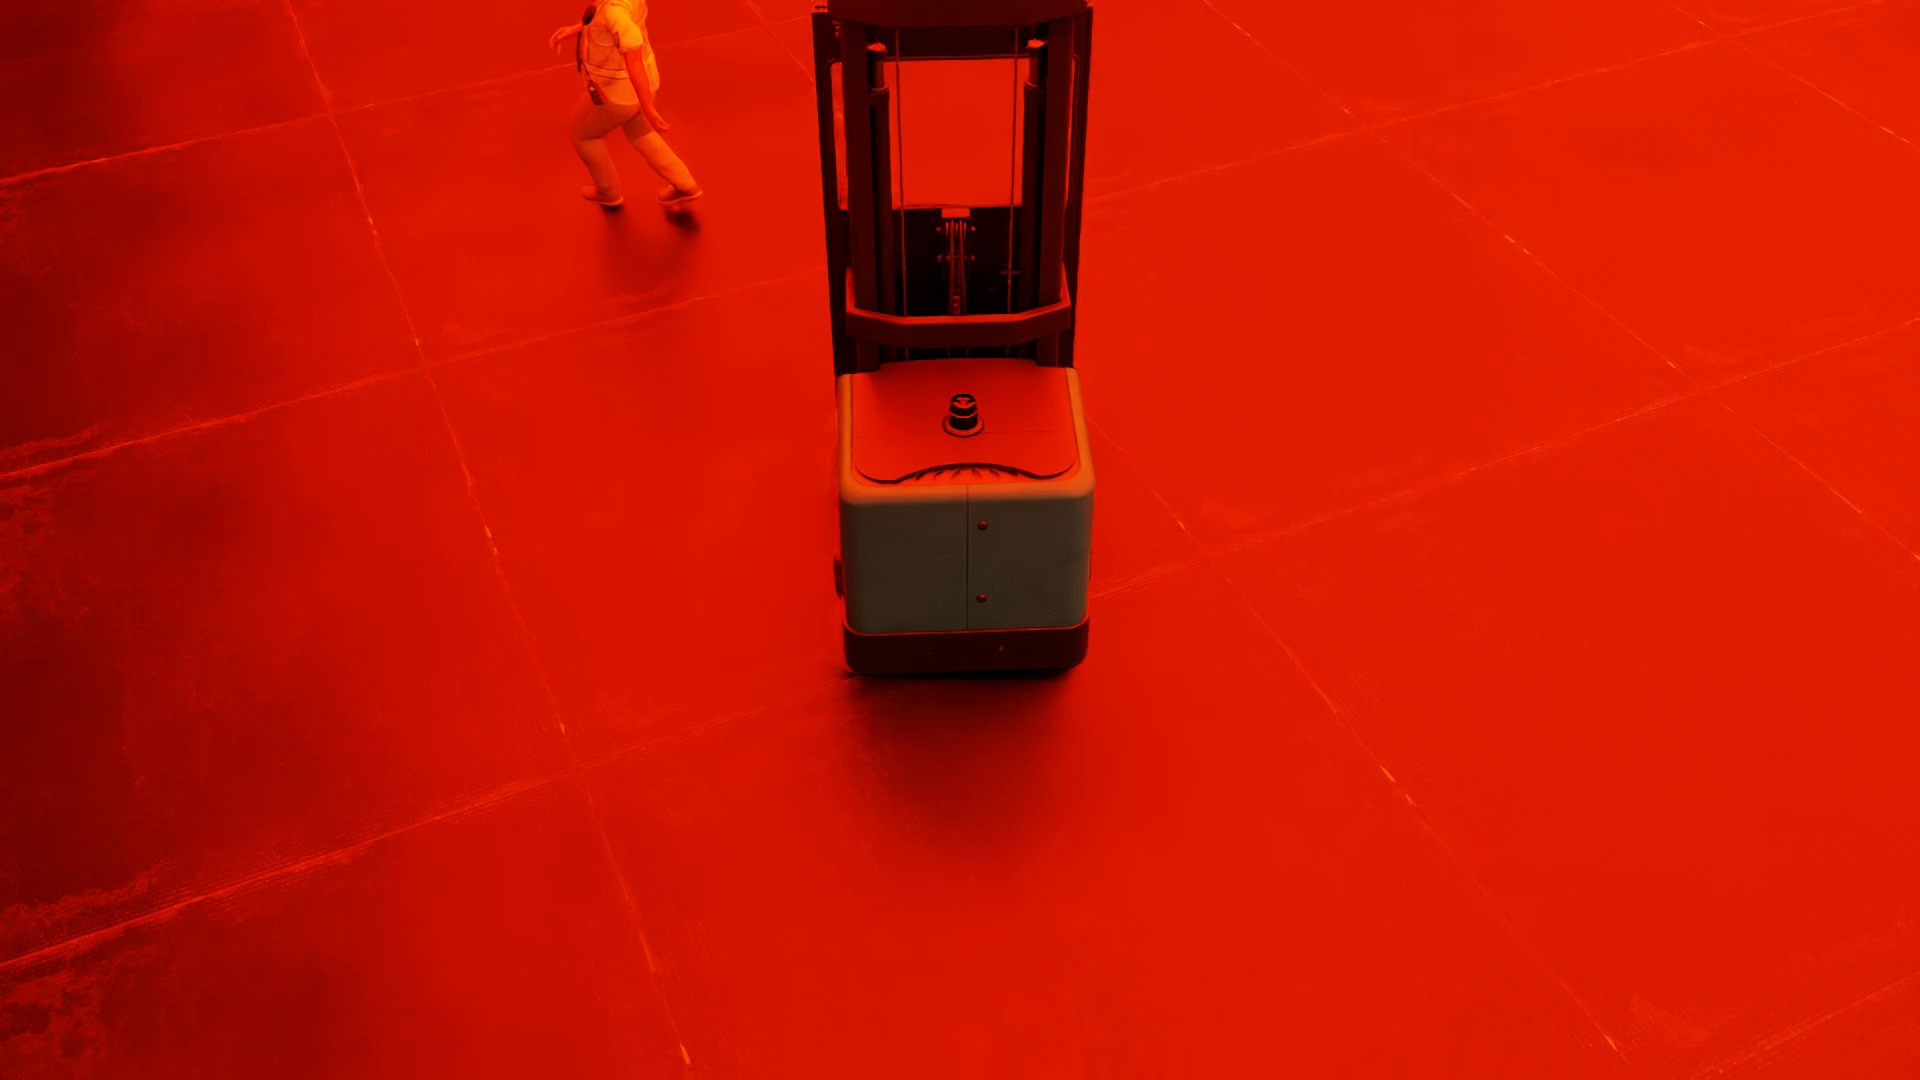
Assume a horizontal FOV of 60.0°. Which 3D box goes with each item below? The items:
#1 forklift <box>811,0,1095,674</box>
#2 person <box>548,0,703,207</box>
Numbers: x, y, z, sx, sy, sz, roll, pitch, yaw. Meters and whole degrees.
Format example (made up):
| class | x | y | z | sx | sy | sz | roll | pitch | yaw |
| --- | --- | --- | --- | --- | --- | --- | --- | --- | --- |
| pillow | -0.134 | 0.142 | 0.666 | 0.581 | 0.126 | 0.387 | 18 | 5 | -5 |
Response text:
| class | x | y | z | sx | sy | sz | roll | pitch | yaw |
| --- | --- | --- | --- | --- | --- | --- | --- | --- | --- |
| forklift | -0.043 | -1.490 | 7.277 | 1.130 | 2.935 | 3.031 | -2 | 43 | -2 |
| person | -1.906 | -2.578 | 9.396 | 0.883 | 1.667 | 0.583 | 17 | 46 | 17 |
